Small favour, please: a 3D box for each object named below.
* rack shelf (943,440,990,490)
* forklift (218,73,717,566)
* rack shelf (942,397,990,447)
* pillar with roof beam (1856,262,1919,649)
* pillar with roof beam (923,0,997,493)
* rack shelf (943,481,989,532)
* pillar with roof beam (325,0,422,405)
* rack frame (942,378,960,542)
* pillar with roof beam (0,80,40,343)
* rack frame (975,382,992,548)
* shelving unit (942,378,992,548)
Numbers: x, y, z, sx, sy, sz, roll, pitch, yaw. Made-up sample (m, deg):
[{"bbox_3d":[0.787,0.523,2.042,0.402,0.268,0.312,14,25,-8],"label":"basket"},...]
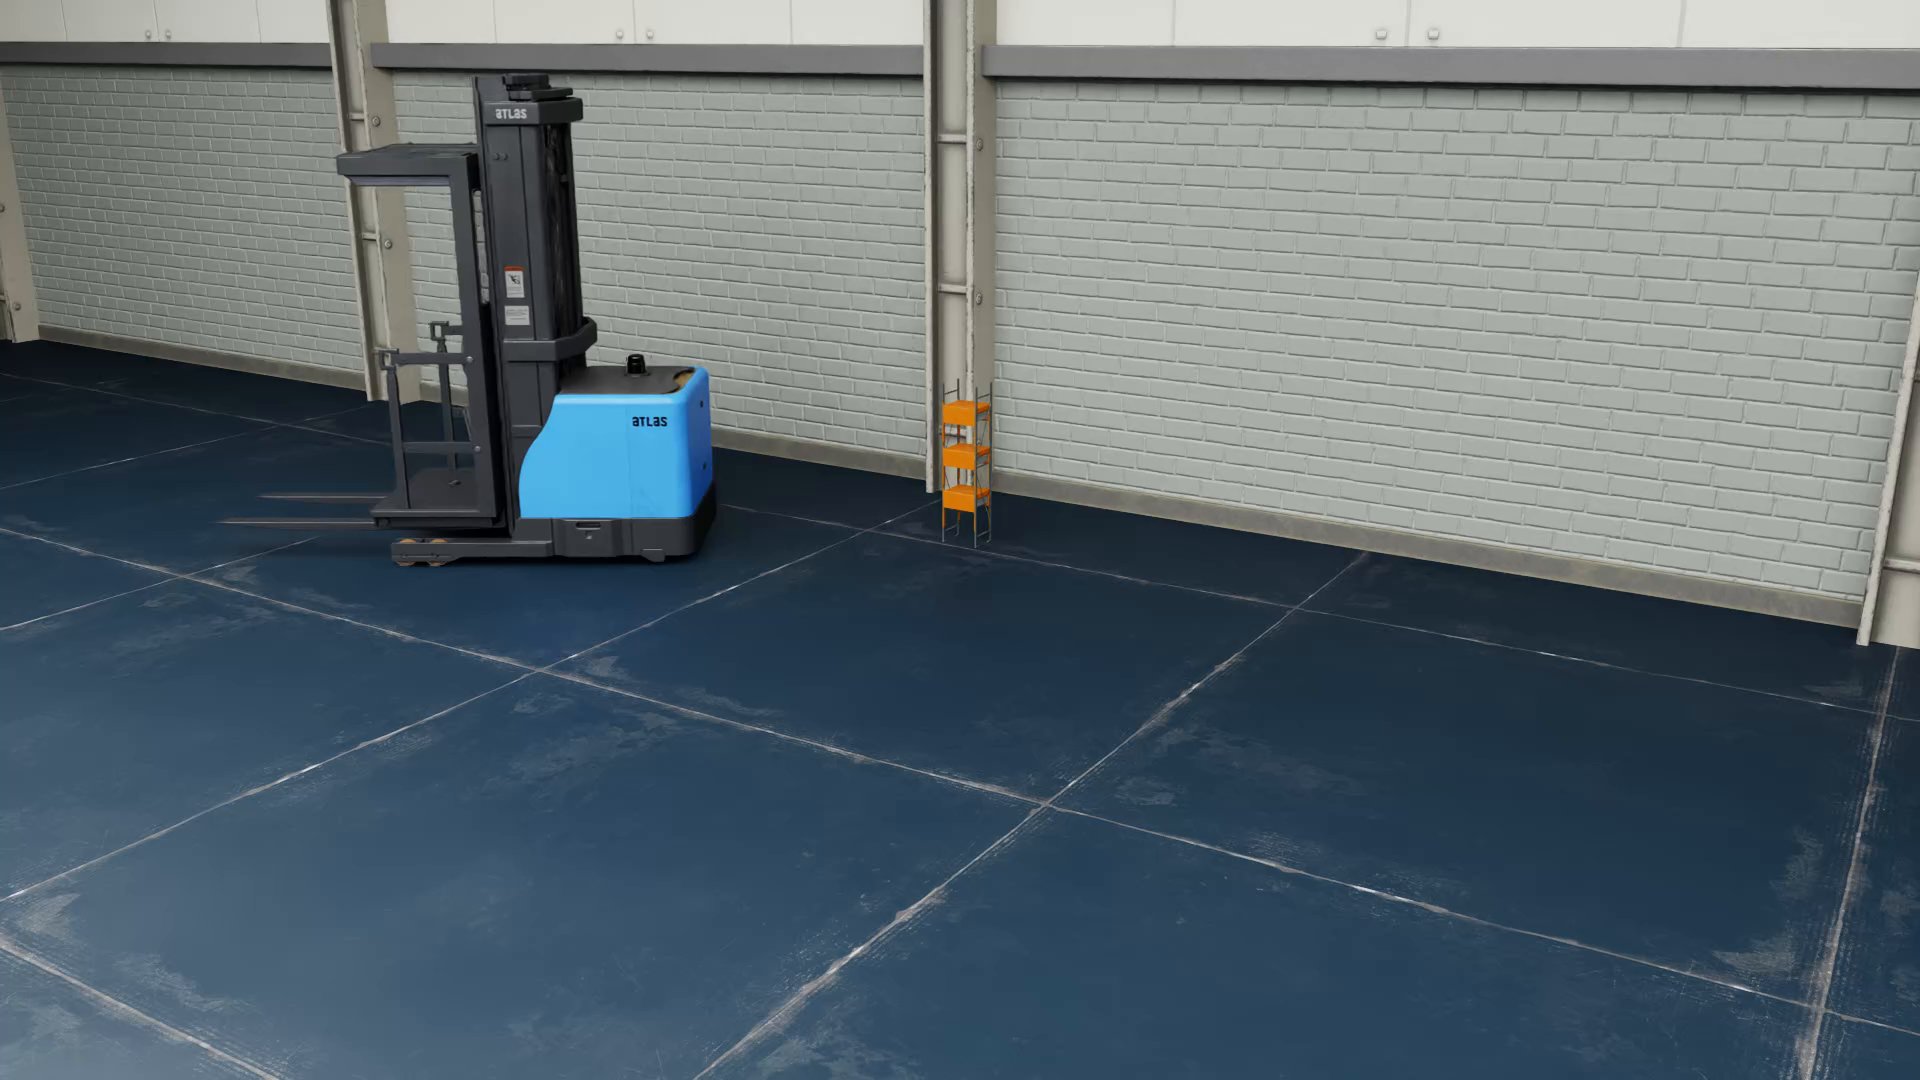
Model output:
[{"bbox_3d":[0.046,-0.484,10.705,0.240,0.259,0.215,10,20,30],"label":"rack shelf"},{"bbox_3d":[-3.160,-1.392,10.422,3.031,2.935,1.130,0,17,0],"label":"forklift"},{"bbox_3d":[0.046,-0.756,10.622,0.240,0.259,0.215,10,20,30],"label":"rack shelf"},{"bbox_3d":[2.860,-2.683,4.232,0.400,9.000,9.100,10,20,30],"label":"pillar with roof beam"},{"bbox_3d":[-2.253,-3.596,7.237,0.400,9.000,9.100,10,20,30],"label":"pillar with roof beam"},{"bbox_3d":[0.046,-0.218,10.786,0.240,0.259,0.215,10,20,30],"label":"rack shelf"},{"bbox_3d":[-7.366,-4.509,10.241,0.400,9.000,9.100,10,20,30],"label":"pillar with roof beam"},{"bbox_3d":[-0.058,-0.513,10.763,0.008,1.050,0.200,10,20,30],"label":"rack frame"},{"bbox_3d":[-12.478,-5.421,13.246,0.400,9.000,9.100,10,20,30],"label":"pillar with roof beam"},{"bbox_3d":[0.150,-0.476,10.641,0.008,1.050,0.200,10,20,30],"label":"rack frame"},{"bbox_3d":[0.046,-0.494,10.702,0.252,1.050,0.215,10,20,30],"label":"shelving unit"}]
